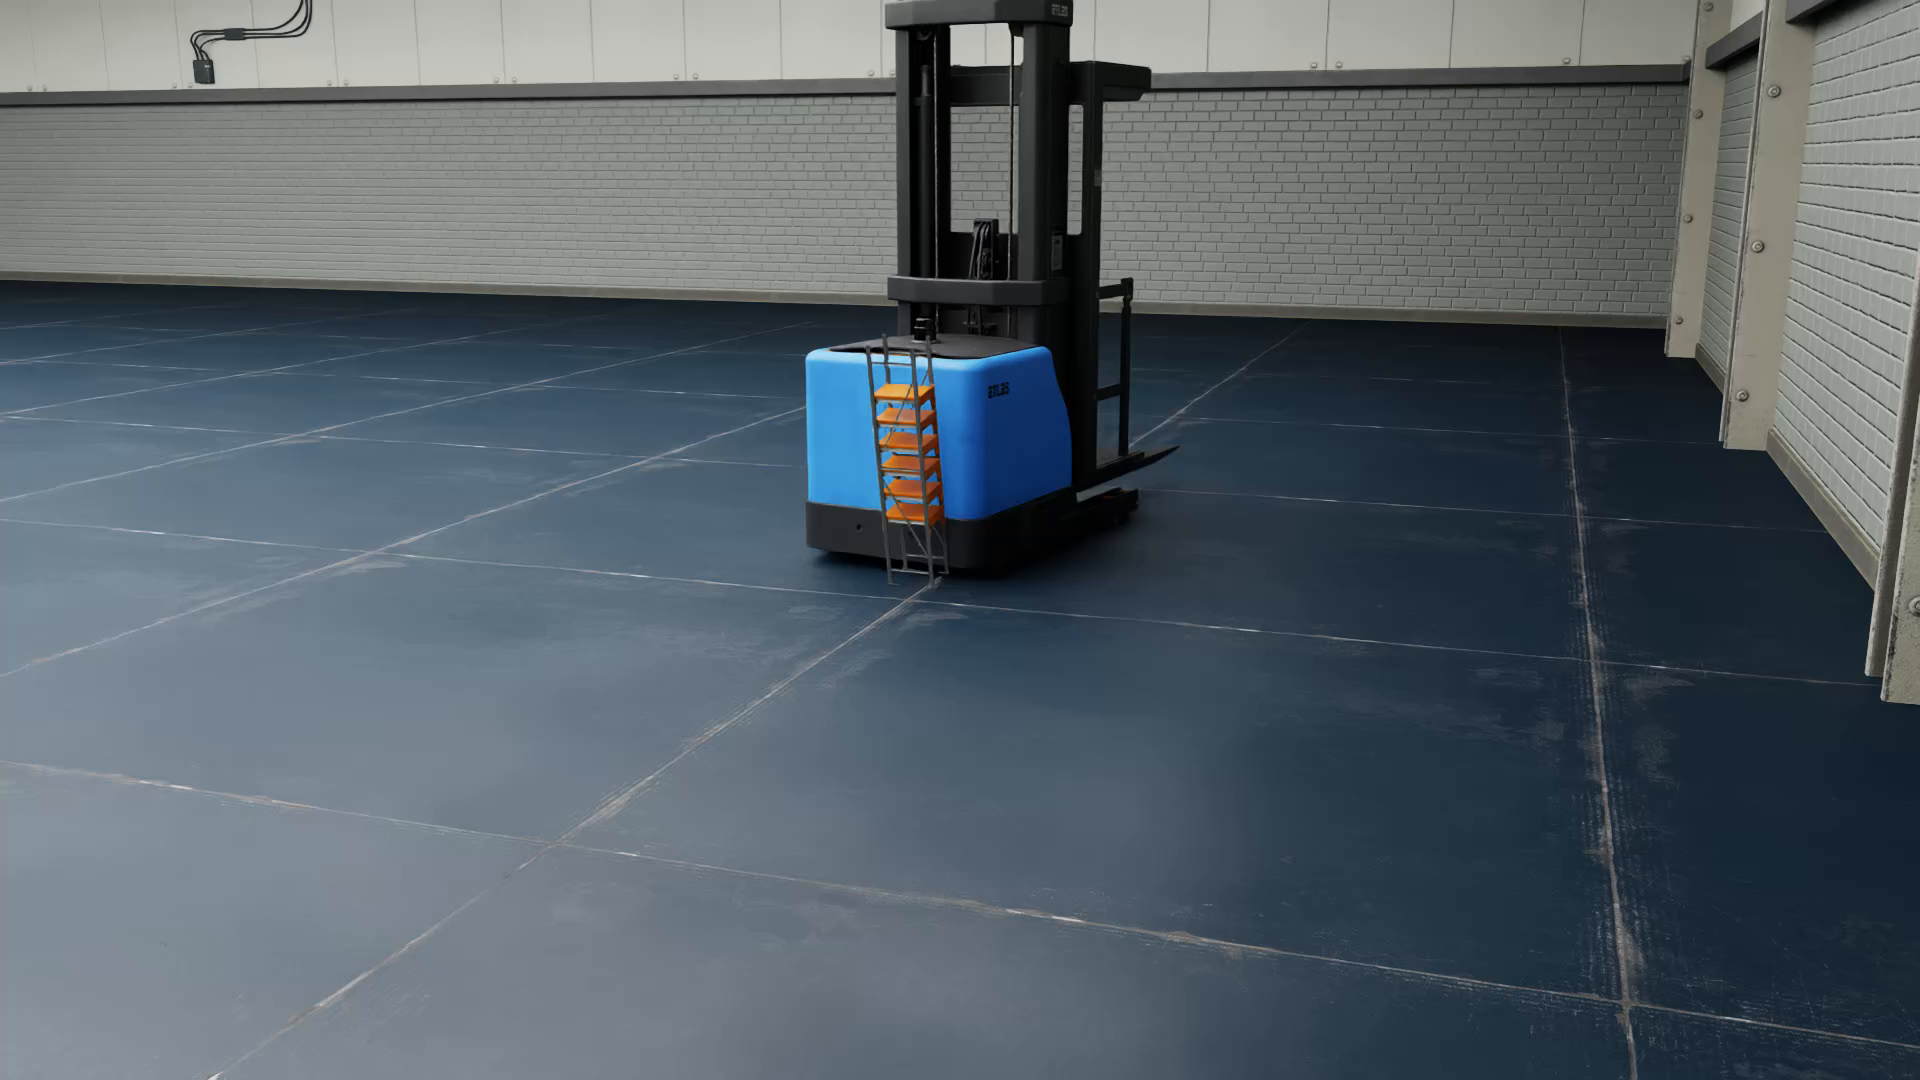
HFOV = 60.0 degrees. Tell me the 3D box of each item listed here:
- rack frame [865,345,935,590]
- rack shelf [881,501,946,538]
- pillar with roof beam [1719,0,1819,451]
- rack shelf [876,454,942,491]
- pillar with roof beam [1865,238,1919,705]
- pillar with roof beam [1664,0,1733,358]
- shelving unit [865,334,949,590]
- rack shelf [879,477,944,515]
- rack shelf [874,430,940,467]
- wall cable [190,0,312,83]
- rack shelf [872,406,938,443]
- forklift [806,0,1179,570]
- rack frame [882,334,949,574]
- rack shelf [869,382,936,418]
[{"bbox_3d":[-0.275,-0.325,7.759,0.240,1.200,0.006,5,25,22],"label":"rack frame"},{"bbox_3d":[-0.221,-0.099,7.947,0.258,0.103,0.180,5,25,22],"label":"rack shelf"},{"bbox_3d":[1.580,-5.379,12.333,9.100,9.000,0.400,4,14,18],"label":"pillar with roof beam"},{"bbox_3d":[-0.238,-0.320,7.853,0.258,0.103,0.180,5,25,22],"label":"rack shelf"},{"bbox_3d":[-0.362,-4.116,6.798,9.100,9.000,0.400,4,14,18],"label":"pillar with roof beam"},{"bbox_3d":[3.521,-6.643,17.868,9.100,9.000,0.400,4,14,18],"label":"pillar with roof beam"},{"bbox_3d":[-0.241,-0.361,7.836,0.258,1.200,0.189,5,25,22],"label":"shelving unit"},{"bbox_3d":[-0.229,-0.210,7.900,0.258,0.103,0.180,5,25,22],"label":"rack shelf"},{"bbox_3d":[-0.246,-0.430,7.806,0.258,0.103,0.180,5,25,22],"label":"rack shelf"},{"bbox_3d":[-11.029,-10.097,25.360,2.305,6.003,0.169,4,14,18],"label":"wall cable"},{"bbox_3d":[-0.255,-0.540,7.760,0.258,0.103,0.180,5,25,22],"label":"rack shelf"},{"bbox_3d":[0.371,-1.563,9.247,1.130,2.935,3.031,7,15,29],"label":"forklift"},{"bbox_3d":[-0.207,-0.396,7.913,0.240,1.200,0.006,5,25,22],"label":"rack frame"},{"bbox_3d":[-0.264,-0.650,7.713,0.258,0.103,0.180,5,25,22],"label":"rack shelf"}]
